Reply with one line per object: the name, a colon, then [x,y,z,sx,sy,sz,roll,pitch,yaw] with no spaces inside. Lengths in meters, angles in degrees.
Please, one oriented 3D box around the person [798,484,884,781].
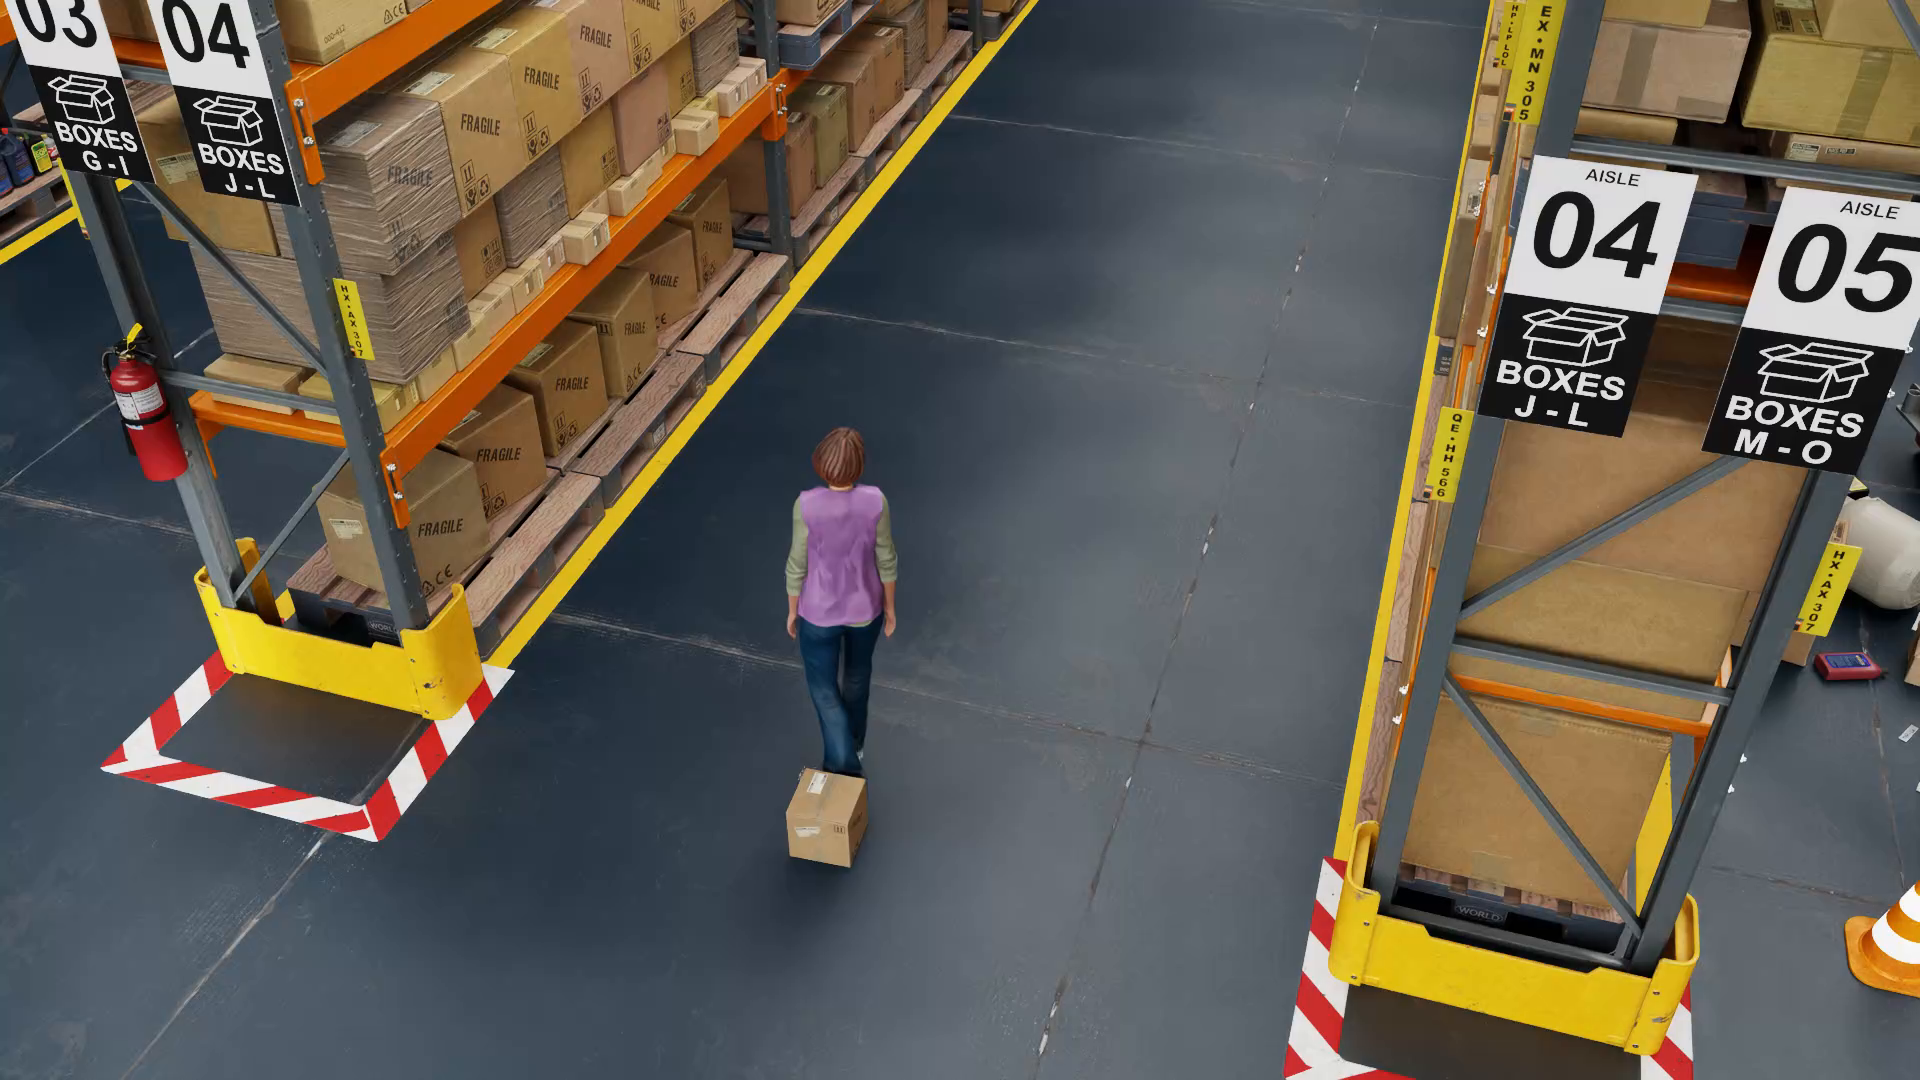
person: [-0.481,0.403,6.550,0.418,1.370,0.513,-9,39,-12]
